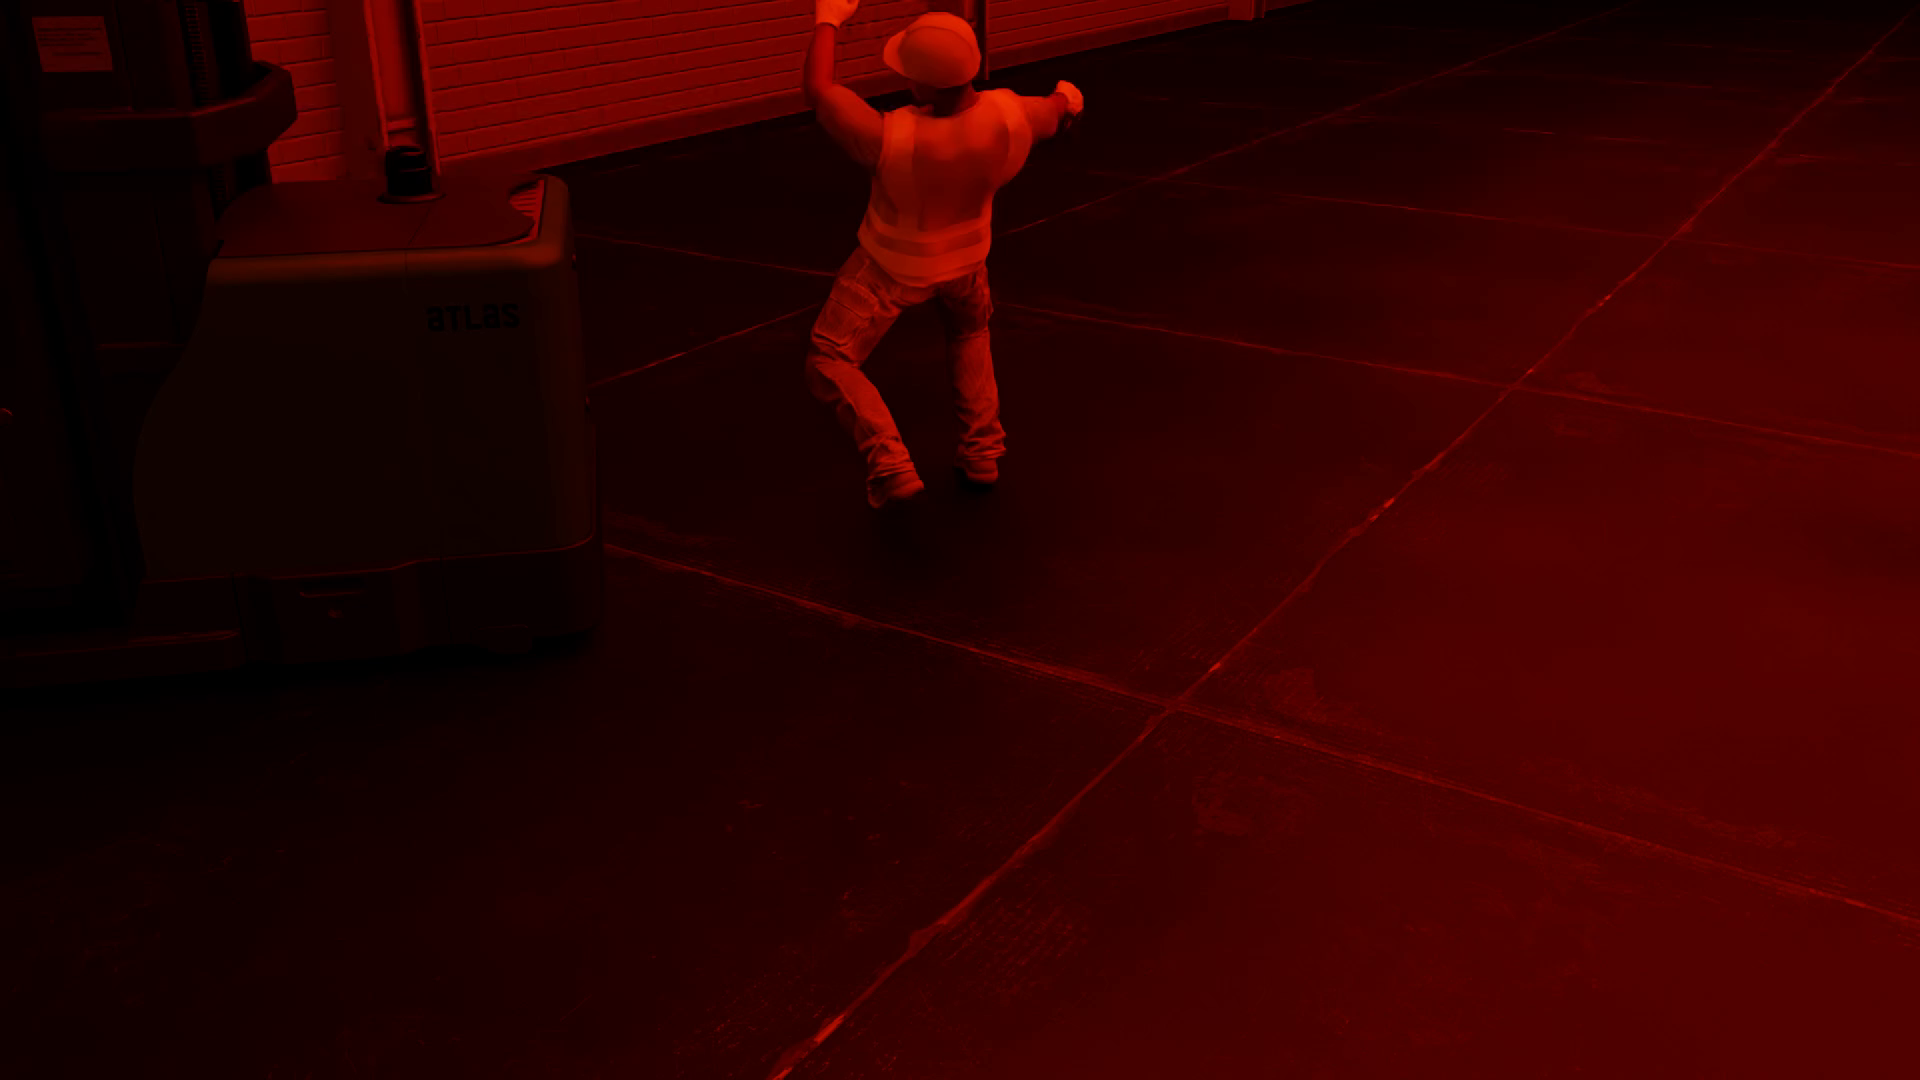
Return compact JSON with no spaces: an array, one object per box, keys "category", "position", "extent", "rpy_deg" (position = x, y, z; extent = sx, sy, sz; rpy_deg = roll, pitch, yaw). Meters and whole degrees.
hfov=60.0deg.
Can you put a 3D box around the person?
[{"category":"person","position":[0.022,-0.926,5.183],"extent":[1.131,1.553,0.746],"rpy_deg":[-18,29,-36]}]

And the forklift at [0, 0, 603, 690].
[{"category":"forklift","position":[-2.511,-1.128,3.950],"extent":[3.031,2.935,1.130],"rpy_deg":[-5,24,-10]}]
